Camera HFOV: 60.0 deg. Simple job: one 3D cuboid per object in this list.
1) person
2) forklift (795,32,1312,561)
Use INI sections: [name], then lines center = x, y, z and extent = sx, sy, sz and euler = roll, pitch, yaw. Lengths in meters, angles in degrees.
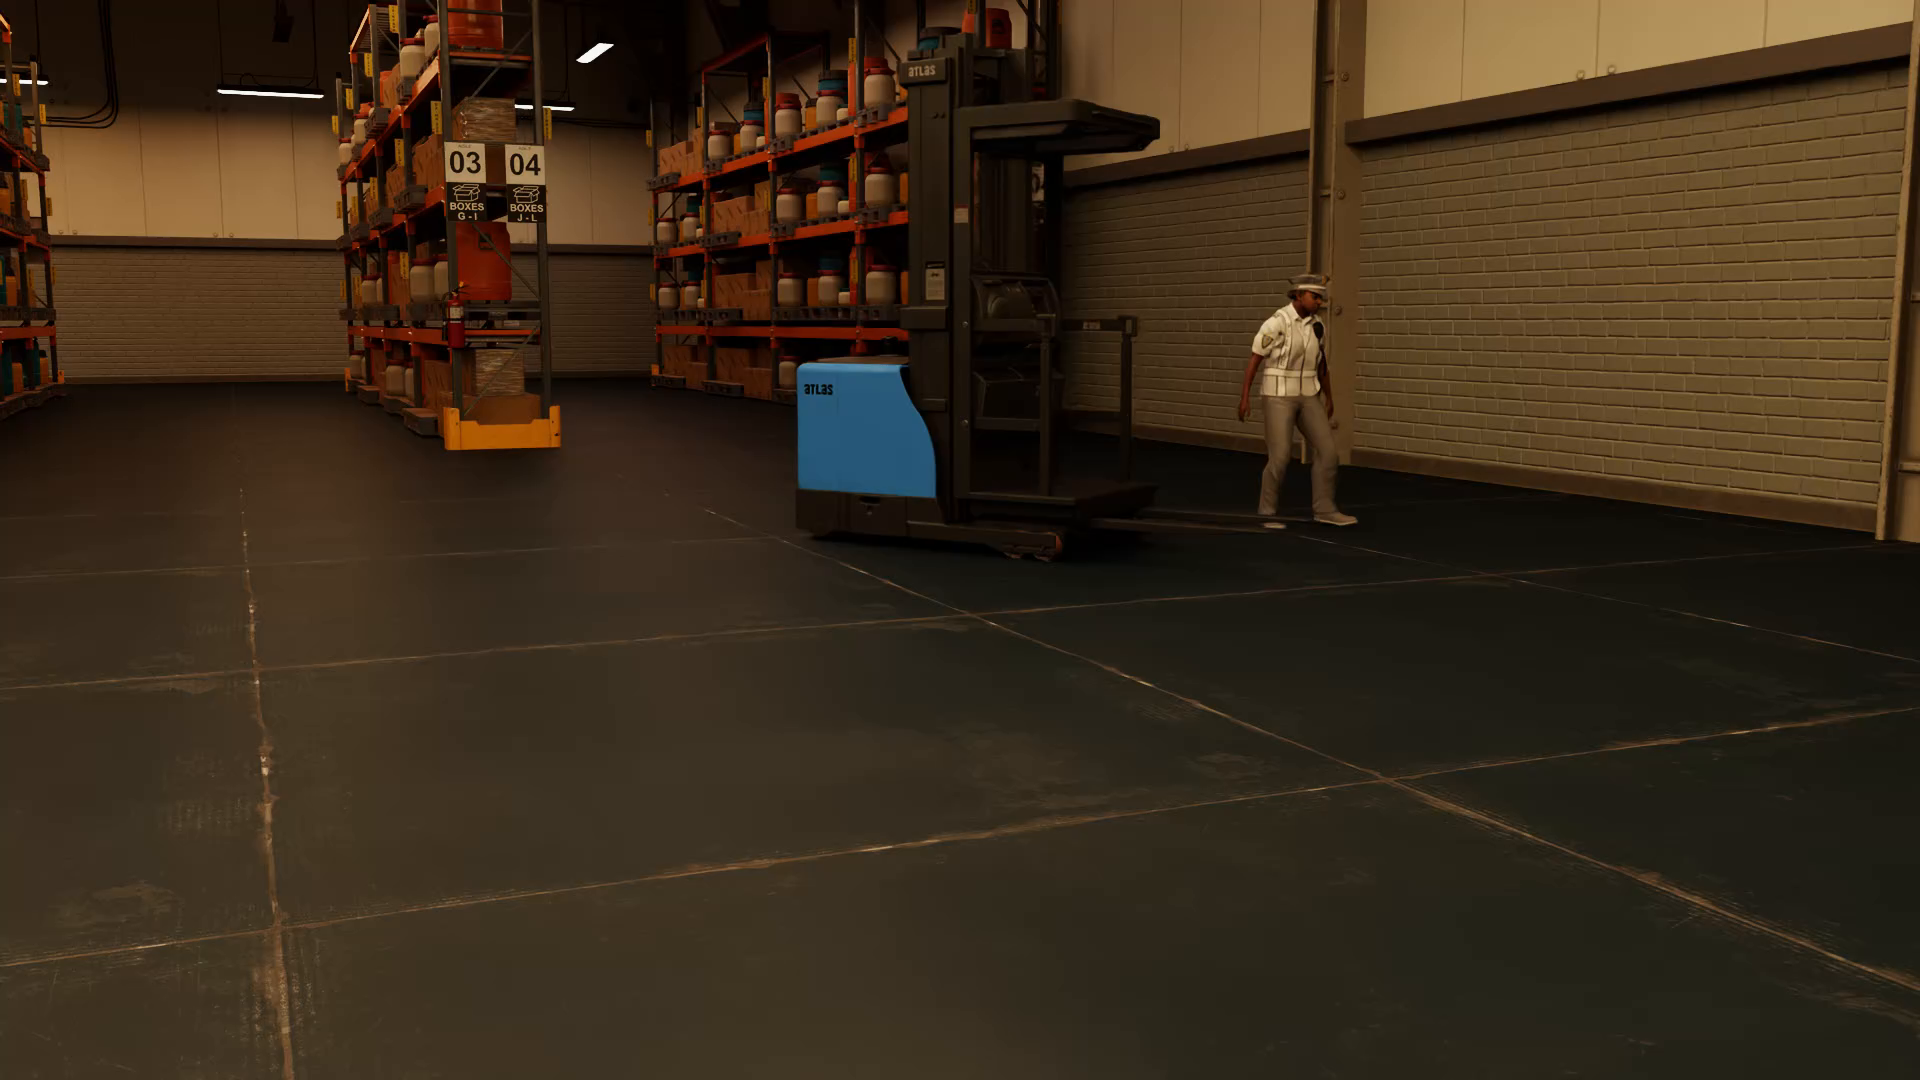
[person]
center = 2.187, -0.891, 10.730
extent = 0.787, 1.630, 0.403
euler = -3, 8, -22
[forklift]
center = 0.512, -1.413, 9.657
extent = 3.031, 2.935, 1.130
euler = 5, 9, 32
